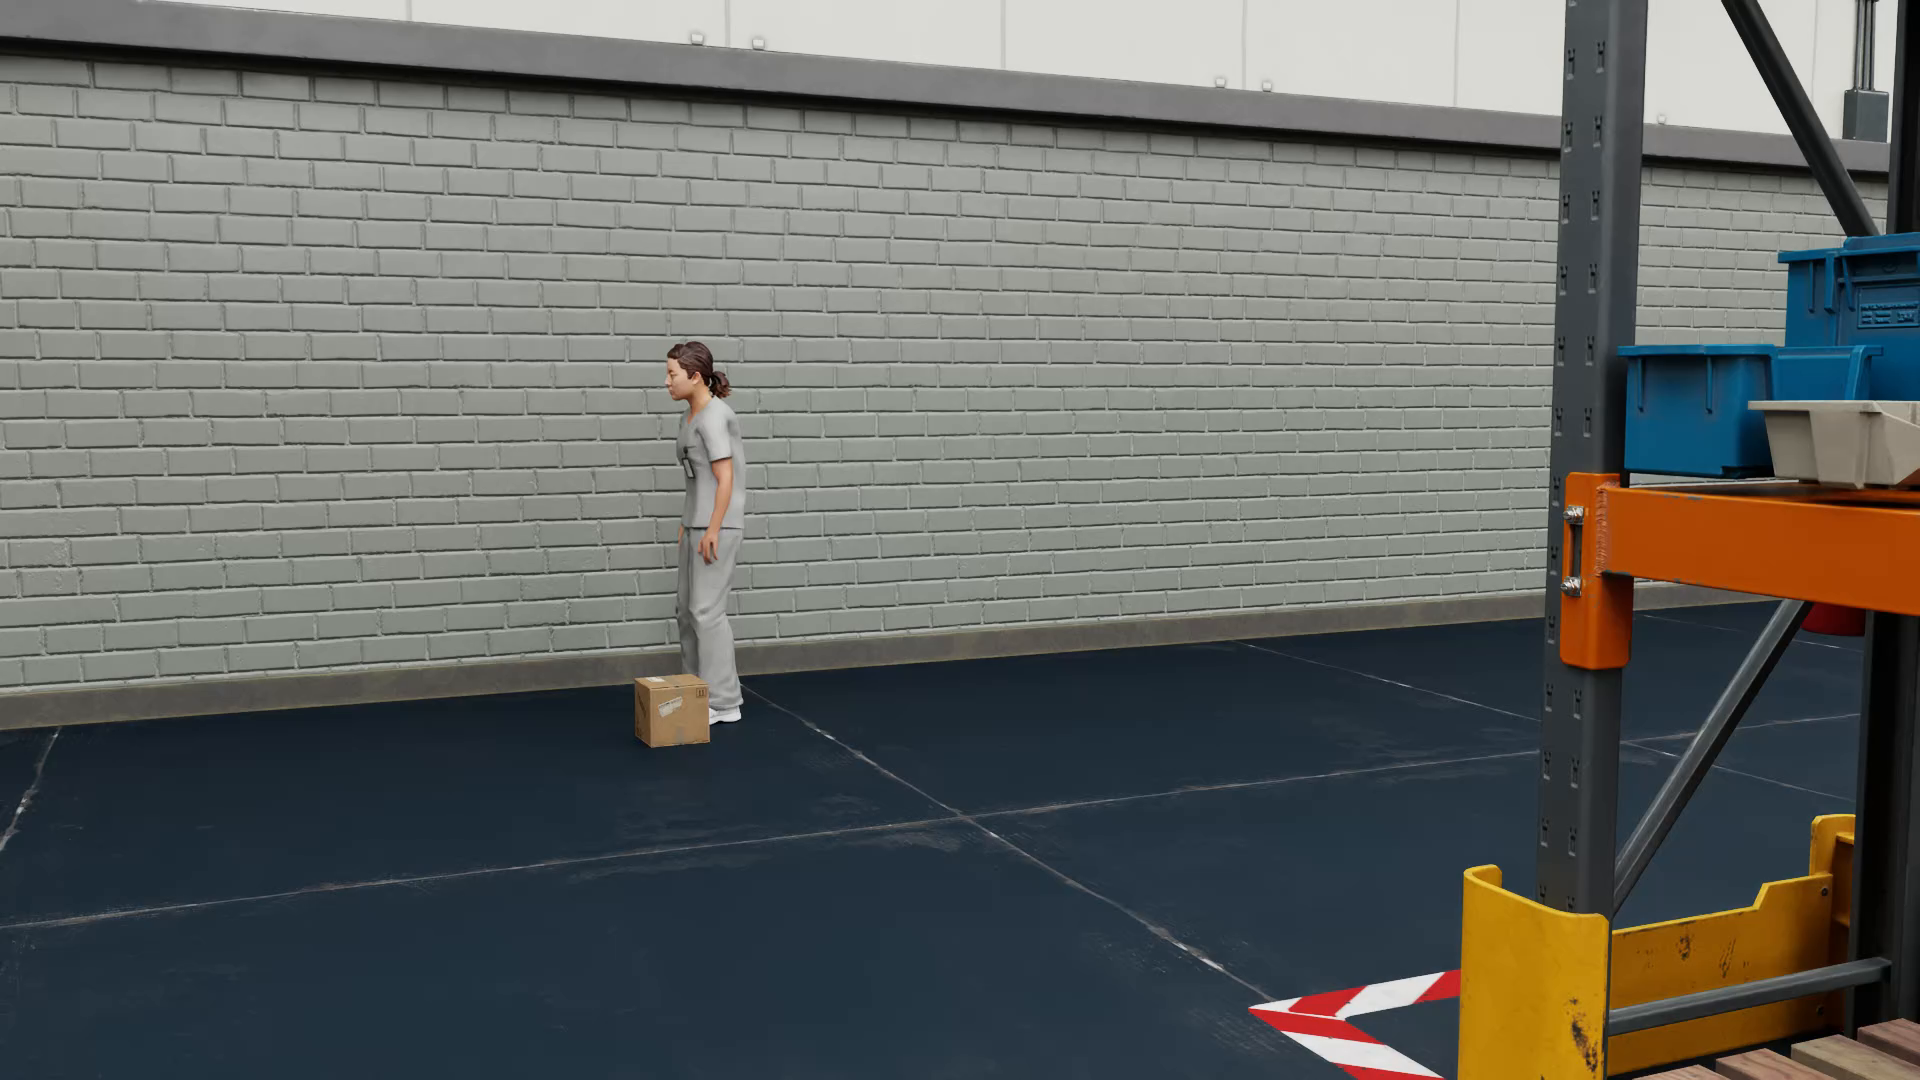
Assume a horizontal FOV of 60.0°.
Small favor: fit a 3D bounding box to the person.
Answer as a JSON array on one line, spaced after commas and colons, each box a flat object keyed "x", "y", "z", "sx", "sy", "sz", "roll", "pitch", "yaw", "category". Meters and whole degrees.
[{"x": -1.131, "y": -0.035, "z": 7.331, "sx": 0.360, "sy": 1.672, "sz": 0.484, "roll": -2, "pitch": 6, "yaw": -24, "category": "person"}]
